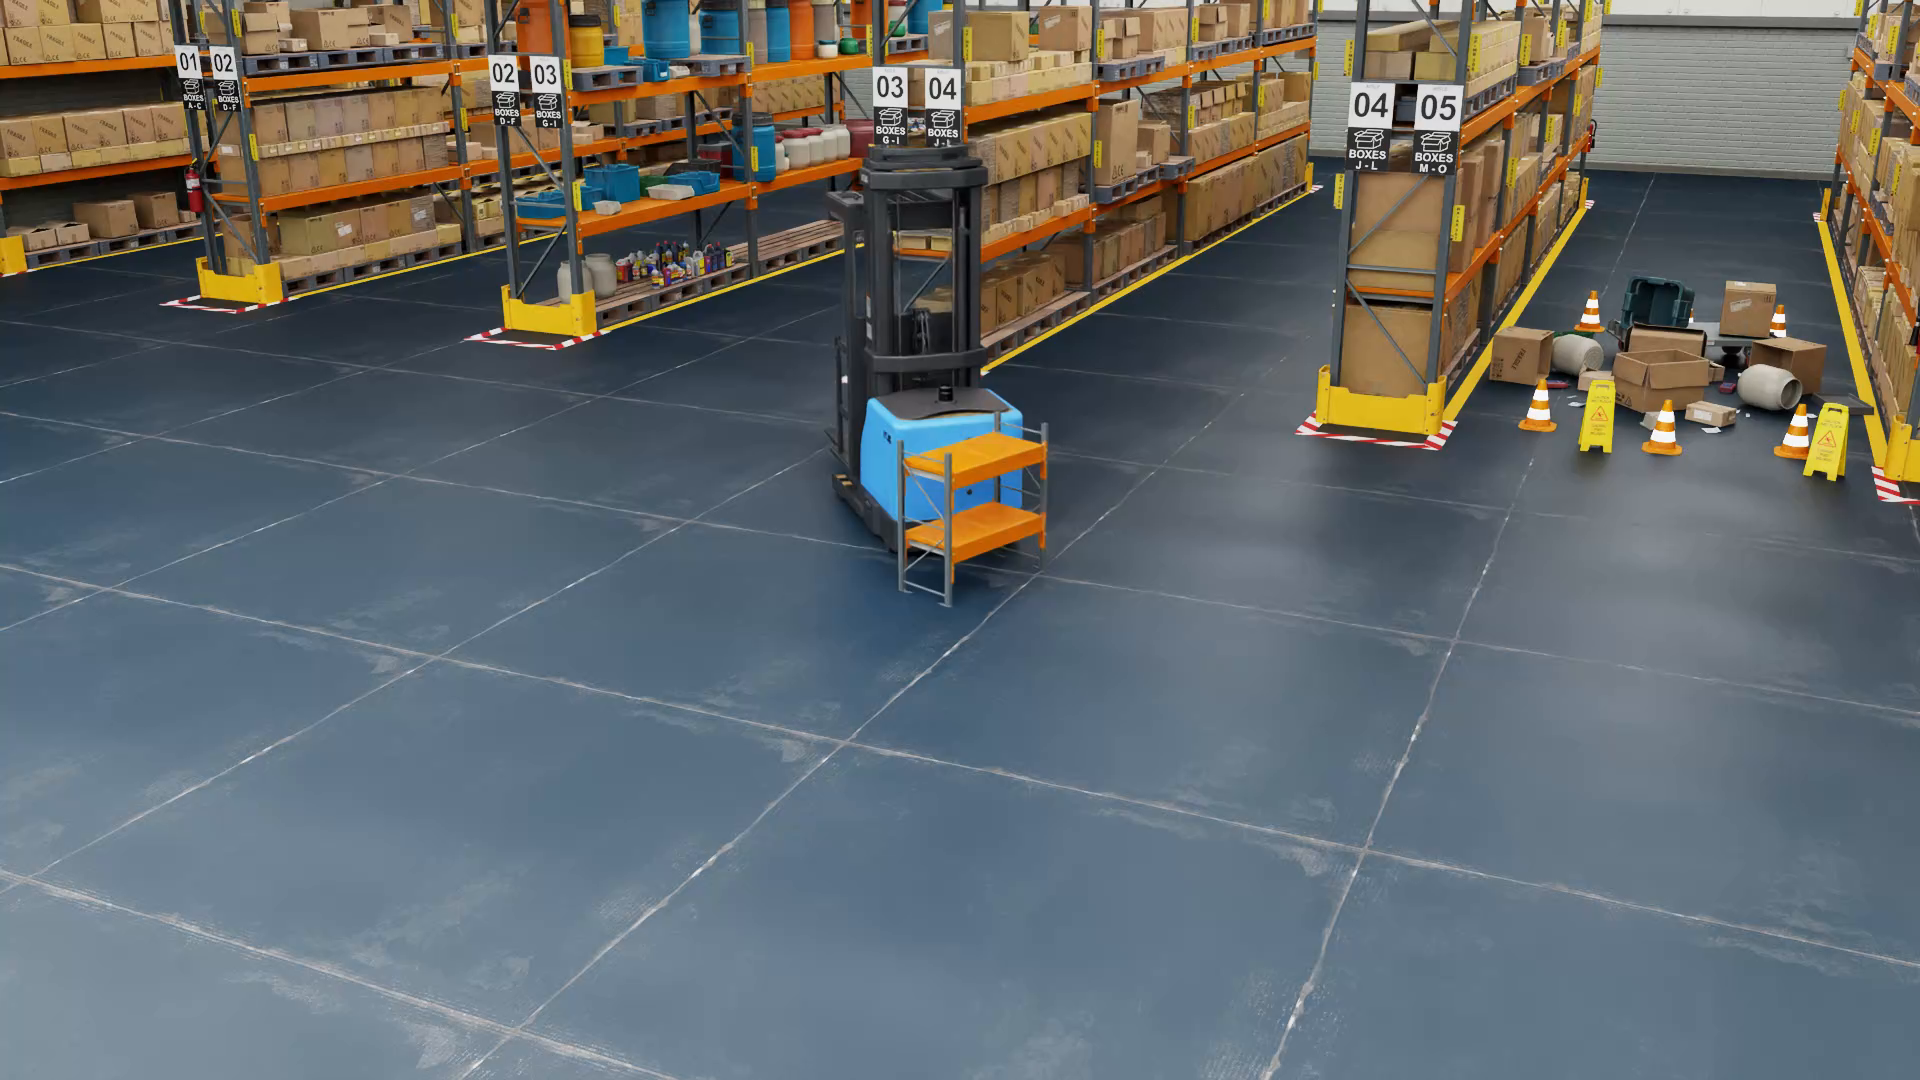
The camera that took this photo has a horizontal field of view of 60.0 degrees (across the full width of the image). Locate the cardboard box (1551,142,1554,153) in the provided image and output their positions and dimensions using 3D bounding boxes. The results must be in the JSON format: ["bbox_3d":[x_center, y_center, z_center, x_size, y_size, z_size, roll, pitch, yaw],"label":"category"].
[{"bbox_3d":[8.571,-5.822,24.610,0.380,0.149,0.250,8,21,20],"label":"cardboard box"}]

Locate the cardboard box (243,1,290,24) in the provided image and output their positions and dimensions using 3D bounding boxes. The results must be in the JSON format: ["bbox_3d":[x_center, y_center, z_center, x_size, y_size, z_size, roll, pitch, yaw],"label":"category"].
[{"bbox_3d":[-11.540,-8.705,27.716,0.500,0.500,0.500,8,21,21],"label":"cardboard box"}]

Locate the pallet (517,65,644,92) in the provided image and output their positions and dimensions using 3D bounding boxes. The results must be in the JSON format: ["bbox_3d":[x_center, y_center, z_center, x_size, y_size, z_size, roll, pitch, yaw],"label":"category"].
[{"bbox_3d":[-4.513,-5.495,19.749,1.003,0.211,1.213,9,21,23],"label":"pallet"}]

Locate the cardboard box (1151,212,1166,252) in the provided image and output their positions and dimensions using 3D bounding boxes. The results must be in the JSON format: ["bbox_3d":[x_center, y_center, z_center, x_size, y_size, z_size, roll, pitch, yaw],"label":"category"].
[{"bbox_3d":[2.597,-4.519,24.273,0.700,0.500,0.500,7,21,20],"label":"cardboard box"}]

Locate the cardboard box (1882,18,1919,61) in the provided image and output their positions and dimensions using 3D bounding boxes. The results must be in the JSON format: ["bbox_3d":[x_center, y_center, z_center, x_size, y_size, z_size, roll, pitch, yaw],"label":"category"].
[{"bbox_3d":[12.126,-6.324,21.023,0.700,0.500,0.500,7,21,20],"label":"cardboard box"}]

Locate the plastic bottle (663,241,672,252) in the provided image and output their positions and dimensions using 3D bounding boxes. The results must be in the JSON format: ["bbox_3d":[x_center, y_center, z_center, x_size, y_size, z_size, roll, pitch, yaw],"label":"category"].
[{"bbox_3d":[-4.013,-3.923,22.821,0.144,0.351,0.185,9,22,24],"label":"plastic bottle"}]

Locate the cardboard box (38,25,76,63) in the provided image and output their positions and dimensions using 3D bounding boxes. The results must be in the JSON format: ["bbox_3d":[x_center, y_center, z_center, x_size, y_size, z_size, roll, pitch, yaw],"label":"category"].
[{"bbox_3d":[-13.153,-7.147,23.933,0.500,0.500,0.500,10,22,25],"label":"cardboard box"}]

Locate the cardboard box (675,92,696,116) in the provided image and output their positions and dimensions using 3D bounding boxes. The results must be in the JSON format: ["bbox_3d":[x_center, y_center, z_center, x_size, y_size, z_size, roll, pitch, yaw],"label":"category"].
[{"bbox_3d":[-5.212,-7.977,30.146,0.700,0.500,0.500,3,20,9],"label":"cardboard box"}]

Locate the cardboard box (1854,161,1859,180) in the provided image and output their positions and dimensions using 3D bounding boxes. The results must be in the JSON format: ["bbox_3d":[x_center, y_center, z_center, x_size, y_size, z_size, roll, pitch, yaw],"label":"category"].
[{"bbox_3d":[12.676,-5.078,22.996,0.500,0.250,0.500,8,21,22],"label":"cardboard box"}]

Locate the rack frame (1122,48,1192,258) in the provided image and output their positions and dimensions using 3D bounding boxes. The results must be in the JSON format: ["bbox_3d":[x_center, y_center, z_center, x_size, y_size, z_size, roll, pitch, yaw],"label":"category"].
[{"bbox_3d":[2.853,-5.697,24.512,1.000,3.000,0.127,9,21,23],"label":"rack frame"}]

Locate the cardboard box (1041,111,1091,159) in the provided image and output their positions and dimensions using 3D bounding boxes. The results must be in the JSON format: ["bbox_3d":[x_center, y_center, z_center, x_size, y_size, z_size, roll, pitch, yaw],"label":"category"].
[{"bbox_3d":[1.282,-4.957,20.346,0.500,0.500,0.500,9,21,23],"label":"cardboard box"}]

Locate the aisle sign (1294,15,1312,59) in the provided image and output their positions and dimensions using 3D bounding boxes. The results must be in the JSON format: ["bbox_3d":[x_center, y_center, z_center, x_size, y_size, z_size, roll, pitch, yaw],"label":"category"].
[{"bbox_3d":[6.432,-9.348,30.899,0.394,0.787,0.004,9,21,23],"label":"aisle sign"}]

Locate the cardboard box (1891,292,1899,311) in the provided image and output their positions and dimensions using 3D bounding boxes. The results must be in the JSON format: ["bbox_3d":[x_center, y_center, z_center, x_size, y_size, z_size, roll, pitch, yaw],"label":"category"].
[{"bbox_3d":[9.454,-2.345,16.476,0.380,0.149,0.250,9,22,25],"label":"cardboard box"}]

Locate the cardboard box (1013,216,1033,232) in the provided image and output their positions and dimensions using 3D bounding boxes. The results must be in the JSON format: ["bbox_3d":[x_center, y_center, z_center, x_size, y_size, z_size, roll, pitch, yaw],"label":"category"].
[{"bbox_3d":[0.614,-3.633,19.082,0.380,0.149,0.250,9,21,23],"label":"cardboard box"}]

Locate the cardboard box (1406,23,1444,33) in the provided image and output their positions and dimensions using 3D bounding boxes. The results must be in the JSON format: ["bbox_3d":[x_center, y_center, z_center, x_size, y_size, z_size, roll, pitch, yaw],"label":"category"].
[{"bbox_3d":[4.824,-5.302,17.333,0.380,0.149,0.250,9,21,23],"label":"cardboard box"}]

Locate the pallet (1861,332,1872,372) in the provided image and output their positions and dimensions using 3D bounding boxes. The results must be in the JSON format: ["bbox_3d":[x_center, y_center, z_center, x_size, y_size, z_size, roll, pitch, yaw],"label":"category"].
[{"bbox_3d":[10.574,-2.039,18.387,1.003,0.211,1.213,9,21,23],"label":"pallet"}]

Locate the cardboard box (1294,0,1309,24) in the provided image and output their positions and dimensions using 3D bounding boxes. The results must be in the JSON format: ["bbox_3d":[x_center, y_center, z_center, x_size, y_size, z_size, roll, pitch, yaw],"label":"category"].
[{"bbox_3d":[5.965,-9.682,30.314,0.700,0.500,0.500,7,21,19],"label":"cardboard box"}]

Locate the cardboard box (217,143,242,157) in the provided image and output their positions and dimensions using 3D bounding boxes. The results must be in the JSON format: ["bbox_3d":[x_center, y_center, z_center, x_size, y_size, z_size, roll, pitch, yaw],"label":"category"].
[{"bbox_3d":[-9.476,-5.108,21.737,0.380,0.149,0.250,8,21,22],"label":"cardboard box"}]

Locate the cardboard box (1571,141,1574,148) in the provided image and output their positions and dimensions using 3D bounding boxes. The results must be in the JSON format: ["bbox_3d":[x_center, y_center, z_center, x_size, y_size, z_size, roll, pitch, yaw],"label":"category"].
[{"bbox_3d":[9.768,-6.460,27.032,0.380,0.149,0.250,9,21,24],"label":"cardboard box"}]

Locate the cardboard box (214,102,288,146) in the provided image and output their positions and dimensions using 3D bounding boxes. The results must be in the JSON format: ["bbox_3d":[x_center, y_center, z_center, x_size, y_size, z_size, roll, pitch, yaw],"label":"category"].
[{"bbox_3d":[-9.234,-5.427,21.668,0.700,0.500,0.500,9,21,23],"label":"cardboard box"}]

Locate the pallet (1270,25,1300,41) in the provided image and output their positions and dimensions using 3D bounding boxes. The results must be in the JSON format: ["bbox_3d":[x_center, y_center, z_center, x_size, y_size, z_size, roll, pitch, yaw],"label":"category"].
[{"bbox_3d":[5.337,-8.912,29.206,1.003,0.211,1.213,9,21,23],"label":"pallet"}]

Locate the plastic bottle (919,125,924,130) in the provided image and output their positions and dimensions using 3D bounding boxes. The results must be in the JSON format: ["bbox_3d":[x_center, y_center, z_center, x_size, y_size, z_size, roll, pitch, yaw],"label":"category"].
[{"bbox_3d":[-0.648,-6.789,27.773,0.097,0.271,0.097,0,20,0],"label":"plastic bottle"}]

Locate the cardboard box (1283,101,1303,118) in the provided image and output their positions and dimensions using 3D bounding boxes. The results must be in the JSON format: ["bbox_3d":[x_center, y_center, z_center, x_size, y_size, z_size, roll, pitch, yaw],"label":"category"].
[{"bbox_3d":[5.964,-7.873,30.409,0.500,0.250,0.500,8,21,22],"label":"cardboard box"}]

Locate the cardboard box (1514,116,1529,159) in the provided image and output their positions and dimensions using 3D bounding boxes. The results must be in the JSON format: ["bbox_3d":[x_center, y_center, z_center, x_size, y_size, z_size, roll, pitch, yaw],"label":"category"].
[{"bbox_3d":[6.938,-5.213,21.510,0.700,0.500,0.500,8,21,22],"label":"cardboard box"}]

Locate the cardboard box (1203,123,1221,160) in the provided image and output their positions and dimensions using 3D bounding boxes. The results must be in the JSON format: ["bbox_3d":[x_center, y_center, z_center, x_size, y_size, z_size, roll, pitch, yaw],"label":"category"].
[{"bbox_3d":[3.716,-6.171,25.694,0.500,0.500,0.500,8,21,22],"label":"cardboard box"}]

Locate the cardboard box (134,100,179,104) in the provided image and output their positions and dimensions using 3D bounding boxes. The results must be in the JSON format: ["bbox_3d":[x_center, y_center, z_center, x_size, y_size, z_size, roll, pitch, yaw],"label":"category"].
[{"bbox_3d":[-12.725,-6.690,26.380,0.500,0.500,0.500,8,21,21],"label":"cardboard box"}]

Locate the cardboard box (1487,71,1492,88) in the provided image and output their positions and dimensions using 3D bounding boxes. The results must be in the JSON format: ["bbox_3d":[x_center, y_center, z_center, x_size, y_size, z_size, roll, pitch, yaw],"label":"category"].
[{"bbox_3d":[5.010,-4.527,16.343,0.380,0.149,0.250,8,21,22],"label":"cardboard box"}]

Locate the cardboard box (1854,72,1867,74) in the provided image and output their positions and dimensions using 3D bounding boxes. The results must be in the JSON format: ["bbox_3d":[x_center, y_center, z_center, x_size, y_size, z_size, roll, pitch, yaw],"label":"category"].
[{"bbox_3d":[14.772,-7.536,27.074,0.380,0.149,0.250,9,21,24],"label":"cardboard box"}]

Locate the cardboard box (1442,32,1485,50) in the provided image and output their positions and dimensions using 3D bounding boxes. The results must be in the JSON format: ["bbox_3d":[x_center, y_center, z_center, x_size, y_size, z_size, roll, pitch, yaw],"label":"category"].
[{"bbox_3d":[4.696,-4.669,15.553,0.380,0.149,0.250,8,21,22],"label":"cardboard box"}]

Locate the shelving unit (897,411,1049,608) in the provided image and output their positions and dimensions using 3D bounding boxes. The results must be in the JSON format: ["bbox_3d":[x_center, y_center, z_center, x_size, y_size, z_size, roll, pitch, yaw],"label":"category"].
[{"bbox_3d":[0.099,-0.236,11.954,0.538,1.125,1.048,17,26,40],"label":"shelving unit"}]

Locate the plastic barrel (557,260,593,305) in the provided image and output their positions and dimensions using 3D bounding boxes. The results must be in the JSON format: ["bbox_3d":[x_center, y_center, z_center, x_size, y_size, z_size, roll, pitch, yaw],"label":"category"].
[{"bbox_3d":[-4.742,-3.169,20.488,0.421,0.512,0.421,0,20,0],"label":"plastic barrel"}]

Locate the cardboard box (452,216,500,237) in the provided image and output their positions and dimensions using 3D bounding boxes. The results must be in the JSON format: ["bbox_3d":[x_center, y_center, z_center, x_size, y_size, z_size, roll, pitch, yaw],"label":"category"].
[{"bbox_3d":[-7.430,-4.826,25.540,0.500,0.250,0.500,8,21,21],"label":"cardboard box"}]

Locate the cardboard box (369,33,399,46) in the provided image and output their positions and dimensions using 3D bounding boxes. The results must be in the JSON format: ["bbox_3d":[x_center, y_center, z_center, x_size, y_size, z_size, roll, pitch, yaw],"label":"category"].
[{"bbox_3d":[-8.066,-6.987,23.202,0.380,0.149,0.250,9,21,23],"label":"cardboard box"}]

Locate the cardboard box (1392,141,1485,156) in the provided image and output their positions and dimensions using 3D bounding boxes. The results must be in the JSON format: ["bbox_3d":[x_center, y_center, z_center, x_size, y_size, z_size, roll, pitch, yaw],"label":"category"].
[{"bbox_3d":[5.051,-3.904,17.634,0.875,0.550,0.550,9,21,23],"label":"cardboard box"}]

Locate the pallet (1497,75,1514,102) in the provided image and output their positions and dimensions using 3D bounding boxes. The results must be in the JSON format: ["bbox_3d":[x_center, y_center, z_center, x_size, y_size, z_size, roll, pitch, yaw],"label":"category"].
[{"bbox_3d":[5.354,-4.886,17.886,1.003,0.211,1.213,9,21,23],"label":"pallet"}]

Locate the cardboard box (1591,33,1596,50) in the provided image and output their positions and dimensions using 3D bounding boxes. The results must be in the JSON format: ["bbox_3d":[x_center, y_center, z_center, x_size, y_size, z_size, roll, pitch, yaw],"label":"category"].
[{"bbox_3d":[10.050,-8.126,27.090,0.500,0.250,0.500,10,22,25],"label":"cardboard box"}]

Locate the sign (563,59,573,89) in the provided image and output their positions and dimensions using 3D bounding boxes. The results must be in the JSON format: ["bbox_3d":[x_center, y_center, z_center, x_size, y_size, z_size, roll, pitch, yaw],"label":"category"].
[{"bbox_3d":[-4.441,-5.272,18.826,0.100,0.325,0.005,9,21,23],"label":"sign"}]

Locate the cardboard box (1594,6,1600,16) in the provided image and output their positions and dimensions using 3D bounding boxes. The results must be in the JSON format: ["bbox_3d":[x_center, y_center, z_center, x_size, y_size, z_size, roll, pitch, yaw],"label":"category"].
[{"bbox_3d":[10.441,-8.819,27.697,0.380,0.149,0.250,9,21,24],"label":"cardboard box"}]

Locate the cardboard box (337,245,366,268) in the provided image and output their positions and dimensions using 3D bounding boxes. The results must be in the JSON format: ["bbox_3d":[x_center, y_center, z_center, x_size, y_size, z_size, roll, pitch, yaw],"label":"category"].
[{"bbox_3d":[-8.630,-3.954,23.087,0.500,0.250,0.500,9,21,23],"label":"cardboard box"}]

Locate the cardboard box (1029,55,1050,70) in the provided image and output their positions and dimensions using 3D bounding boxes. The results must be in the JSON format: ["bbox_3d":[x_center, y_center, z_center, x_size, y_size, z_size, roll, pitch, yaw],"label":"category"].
[{"bbox_3d":[0.811,-5.462,19.003,0.380,0.149,0.250,10,22,25],"label":"cardboard box"}]

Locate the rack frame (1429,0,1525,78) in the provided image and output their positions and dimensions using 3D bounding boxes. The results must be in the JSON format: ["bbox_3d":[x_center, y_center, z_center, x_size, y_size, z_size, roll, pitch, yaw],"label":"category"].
[{"bbox_3d":[5.699,-6.589,18.068,1.000,3.000,0.127,9,21,23],"label":"rack frame"}]

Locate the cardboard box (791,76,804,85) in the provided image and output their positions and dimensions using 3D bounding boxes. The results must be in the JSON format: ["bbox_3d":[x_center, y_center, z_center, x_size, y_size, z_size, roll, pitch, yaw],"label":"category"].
[{"bbox_3d":[-3.463,-9.377,33.217,0.500,0.500,0.500,9,22,24],"label":"cardboard box"}]

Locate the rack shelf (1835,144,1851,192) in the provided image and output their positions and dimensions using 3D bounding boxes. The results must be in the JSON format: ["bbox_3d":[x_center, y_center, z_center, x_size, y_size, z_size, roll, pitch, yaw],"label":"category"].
[{"bbox_3d":[14.351,-5.833,25.966,1.077,0.370,4.000,9,21,23],"label":"rack shelf"}]

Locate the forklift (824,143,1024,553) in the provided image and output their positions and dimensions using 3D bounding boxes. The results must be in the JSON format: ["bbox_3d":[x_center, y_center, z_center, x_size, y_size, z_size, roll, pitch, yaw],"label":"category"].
[{"bbox_3d":[-0.449,-1.745,13.500,1.130,2.935,3.031,-6,20,-17],"label":"forklift"}]

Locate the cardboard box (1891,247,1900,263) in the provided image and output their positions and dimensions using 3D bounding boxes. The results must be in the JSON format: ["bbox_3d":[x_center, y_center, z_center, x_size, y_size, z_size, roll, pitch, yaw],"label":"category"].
[{"bbox_3d":[9.835,-2.944,17.145,0.380,0.149,0.250,8,21,22],"label":"cardboard box"}]

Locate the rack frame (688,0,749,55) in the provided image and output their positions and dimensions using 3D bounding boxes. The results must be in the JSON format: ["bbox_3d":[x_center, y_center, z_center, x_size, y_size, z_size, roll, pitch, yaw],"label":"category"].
[{"bbox_3d":[-3.304,-7.981,21.979,1.000,3.000,0.127,9,21,23],"label":"rack frame"}]

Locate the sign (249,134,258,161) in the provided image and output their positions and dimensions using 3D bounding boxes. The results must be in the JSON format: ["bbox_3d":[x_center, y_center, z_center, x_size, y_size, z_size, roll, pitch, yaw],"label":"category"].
[{"bbox_3d":[-8.955,-4.979,21.083,0.100,0.325,0.005,9,21,23],"label":"sign"}]

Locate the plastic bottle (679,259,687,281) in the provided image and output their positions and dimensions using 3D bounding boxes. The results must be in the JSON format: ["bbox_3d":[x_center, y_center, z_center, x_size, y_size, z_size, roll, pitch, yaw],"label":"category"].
[{"bbox_3d":[-3.650,-3.562,21.923,0.097,0.271,0.097,0,20,0],"label":"plastic bottle"}]

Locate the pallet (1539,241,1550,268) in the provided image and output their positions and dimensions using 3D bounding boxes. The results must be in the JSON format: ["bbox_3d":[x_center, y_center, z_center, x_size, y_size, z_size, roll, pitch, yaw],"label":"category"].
[{"bbox_3d":[8.159,-4.282,24.695,1.003,0.211,1.213,9,21,23],"label":"pallet"}]

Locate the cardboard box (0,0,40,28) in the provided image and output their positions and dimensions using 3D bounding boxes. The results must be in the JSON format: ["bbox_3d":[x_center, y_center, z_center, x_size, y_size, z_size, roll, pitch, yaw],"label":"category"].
[{"bbox_3d":[-13.349,-7.462,23.327,0.500,0.500,0.500,8,21,22],"label":"cardboard box"}]

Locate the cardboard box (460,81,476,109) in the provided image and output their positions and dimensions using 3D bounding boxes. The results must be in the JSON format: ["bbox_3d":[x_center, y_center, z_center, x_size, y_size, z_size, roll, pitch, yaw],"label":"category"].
[{"bbox_3d":[-9.638,-8.517,31.817,0.500,0.500,0.500,9,22,24],"label":"cardboard box"}]

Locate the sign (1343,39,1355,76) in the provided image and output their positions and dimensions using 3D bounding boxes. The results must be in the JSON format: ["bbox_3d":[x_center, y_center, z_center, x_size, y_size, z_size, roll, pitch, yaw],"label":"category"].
[{"bbox_3d":[3.571,-4.412,15.218,0.100,0.325,0.005,9,21,23],"label":"sign"}]

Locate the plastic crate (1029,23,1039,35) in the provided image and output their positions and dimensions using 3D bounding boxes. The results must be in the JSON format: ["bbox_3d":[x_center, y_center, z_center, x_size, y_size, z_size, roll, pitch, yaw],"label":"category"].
[{"bbox_3d":[1.467,-9.795,31.874,0.450,0.188,0.336,9,21,23],"label":"plastic crate"}]

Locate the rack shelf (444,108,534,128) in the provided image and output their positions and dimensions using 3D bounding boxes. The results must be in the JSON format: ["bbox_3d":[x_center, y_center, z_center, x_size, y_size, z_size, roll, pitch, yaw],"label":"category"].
[{"bbox_3d":[-9.885,-8.009,32.085,1.077,0.370,4.000,9,21,23],"label":"rack shelf"}]

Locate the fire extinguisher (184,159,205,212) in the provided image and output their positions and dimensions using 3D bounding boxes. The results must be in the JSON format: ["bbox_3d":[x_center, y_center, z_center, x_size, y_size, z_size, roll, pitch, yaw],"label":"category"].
[{"bbox_3d":[-9.931,-4.603,21.551,0.296,0.674,0.183,9,21,23],"label":"fire extinguisher"}]

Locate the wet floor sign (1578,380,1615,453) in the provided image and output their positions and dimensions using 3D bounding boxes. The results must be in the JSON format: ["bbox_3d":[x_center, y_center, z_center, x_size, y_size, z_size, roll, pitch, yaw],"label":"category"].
[{"bbox_3d":[5.855,-1.150,15.240,0.267,0.644,0.232,5,20,13],"label":"wet floor sign"}]

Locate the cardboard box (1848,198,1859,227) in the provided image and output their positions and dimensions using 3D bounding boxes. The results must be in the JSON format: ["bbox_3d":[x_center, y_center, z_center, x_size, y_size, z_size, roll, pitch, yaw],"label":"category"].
[{"bbox_3d":[14.253,-5.002,25.754,0.875,0.438,0.875,8,21,21],"label":"cardboard box"}]

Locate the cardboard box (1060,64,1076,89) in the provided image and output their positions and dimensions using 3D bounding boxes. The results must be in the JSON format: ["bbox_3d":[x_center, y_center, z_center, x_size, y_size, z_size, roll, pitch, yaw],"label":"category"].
[{"bbox_3d":[1.043,-5.484,19.658,0.500,0.250,0.500,9,22,24],"label":"cardboard box"}]
